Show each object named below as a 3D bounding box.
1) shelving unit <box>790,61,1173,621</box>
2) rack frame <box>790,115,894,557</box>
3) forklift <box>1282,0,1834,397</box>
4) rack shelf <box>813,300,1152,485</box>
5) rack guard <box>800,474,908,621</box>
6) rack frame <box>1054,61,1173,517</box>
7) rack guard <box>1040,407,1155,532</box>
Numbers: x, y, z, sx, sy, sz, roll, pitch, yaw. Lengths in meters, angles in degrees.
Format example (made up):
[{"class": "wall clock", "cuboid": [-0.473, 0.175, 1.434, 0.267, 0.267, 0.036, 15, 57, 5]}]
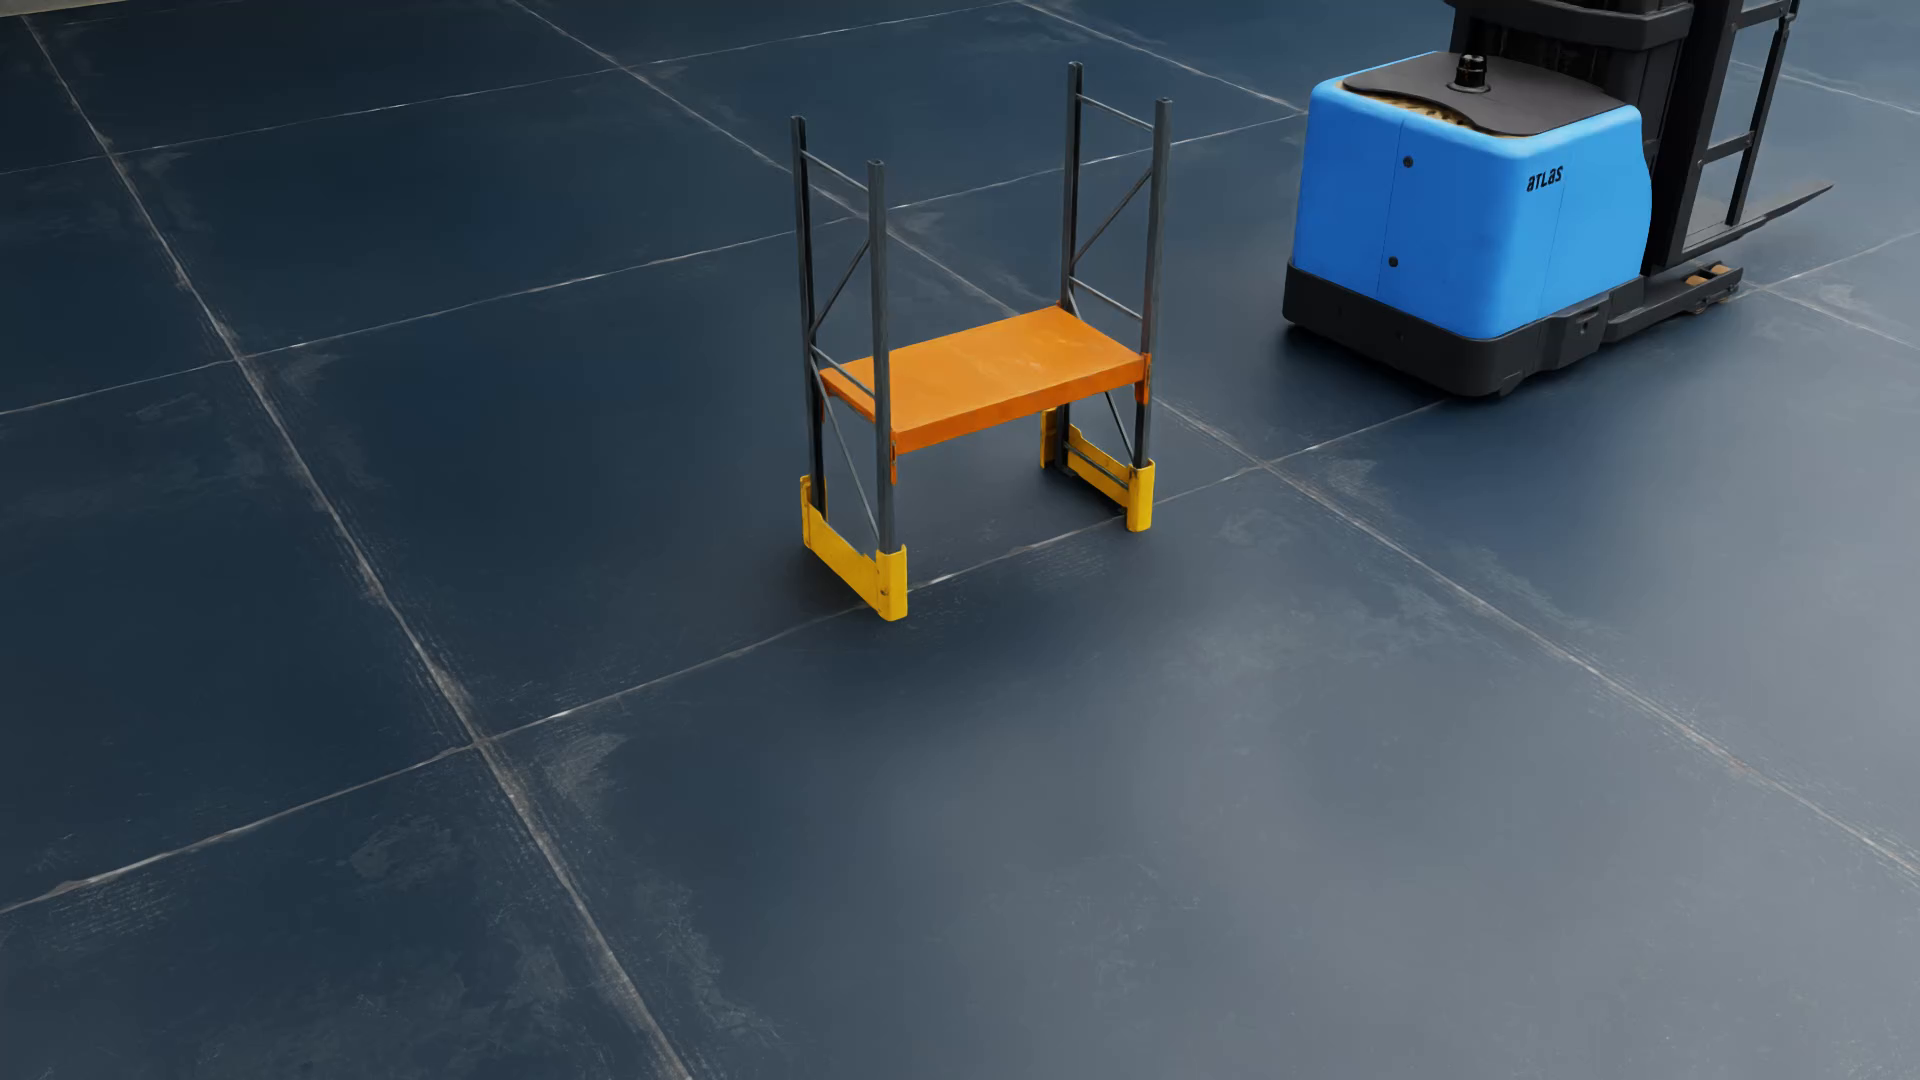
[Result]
[{"class": "shelving unit", "cuboid": [0.064, -0.656, 5.385, 1.083, 1.500, 0.587, -19, 37, -27]}, {"class": "rack frame", "cuboid": [-0.356, -0.512, 5.156, 0.032, 1.500, 0.500, -19, 37, -27]}, {"class": "forklift", "cuboid": [2.858, -2.434, 6.861, 3.031, 2.935, 1.130, -23, 39, -31]}, {"class": "rack shelf", "cuboid": [0.072, -0.507, 5.485, 1.000, 0.185, 0.538, -19, 37, -27]}, {"class": "rack guard", "cuboid": [-0.355, 0.016, 5.490, 0.087, 0.250, 0.587, -19, 37, -27]}, {"class": "rack frame", "cuboid": [0.499, -0.806, 5.622, 0.032, 1.500, 0.500, -19, 37, -27]}, {"class": "rack guard", "cuboid": [0.483, -0.272, 5.946, 0.087, 0.250, 0.587, -19, 37, -27]}]
